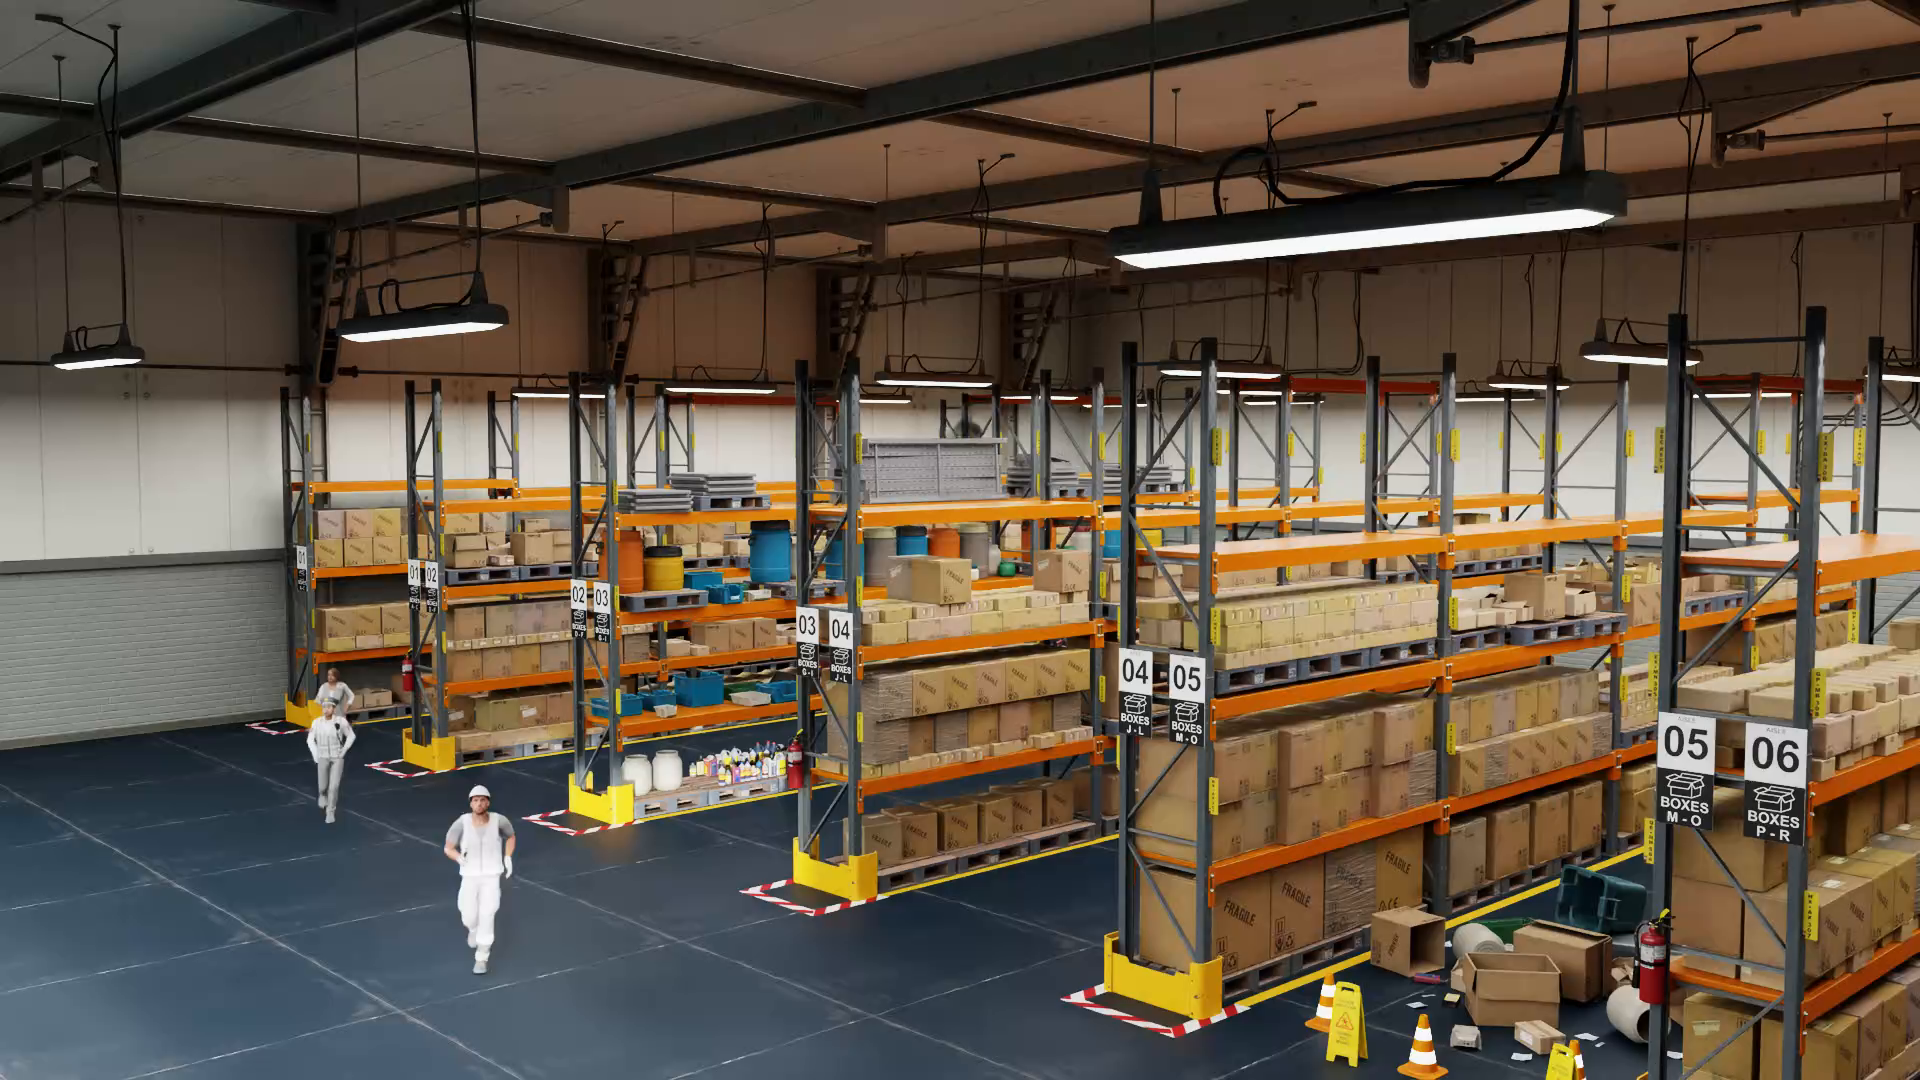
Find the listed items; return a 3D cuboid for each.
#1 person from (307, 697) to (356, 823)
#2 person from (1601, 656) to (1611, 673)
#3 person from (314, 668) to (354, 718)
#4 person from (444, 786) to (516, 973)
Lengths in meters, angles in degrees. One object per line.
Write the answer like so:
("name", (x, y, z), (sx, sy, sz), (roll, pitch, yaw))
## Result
("person", (-8.436, 2.917, 22.345), (0.617, 1.678, 0.606), (-1, 4, -14))
("person", (9.936, 2.650, 25.547), (0.676, 1.745, 0.678), (3, 5, 36))
("person", (-9.486, 2.749, 25.168), (0.538, 1.641, 0.685), (0, 4, -2))
("person", (-4.655, 3.248, 16.149), (0.663, 1.757, 0.782), (-1, 4, -15))
